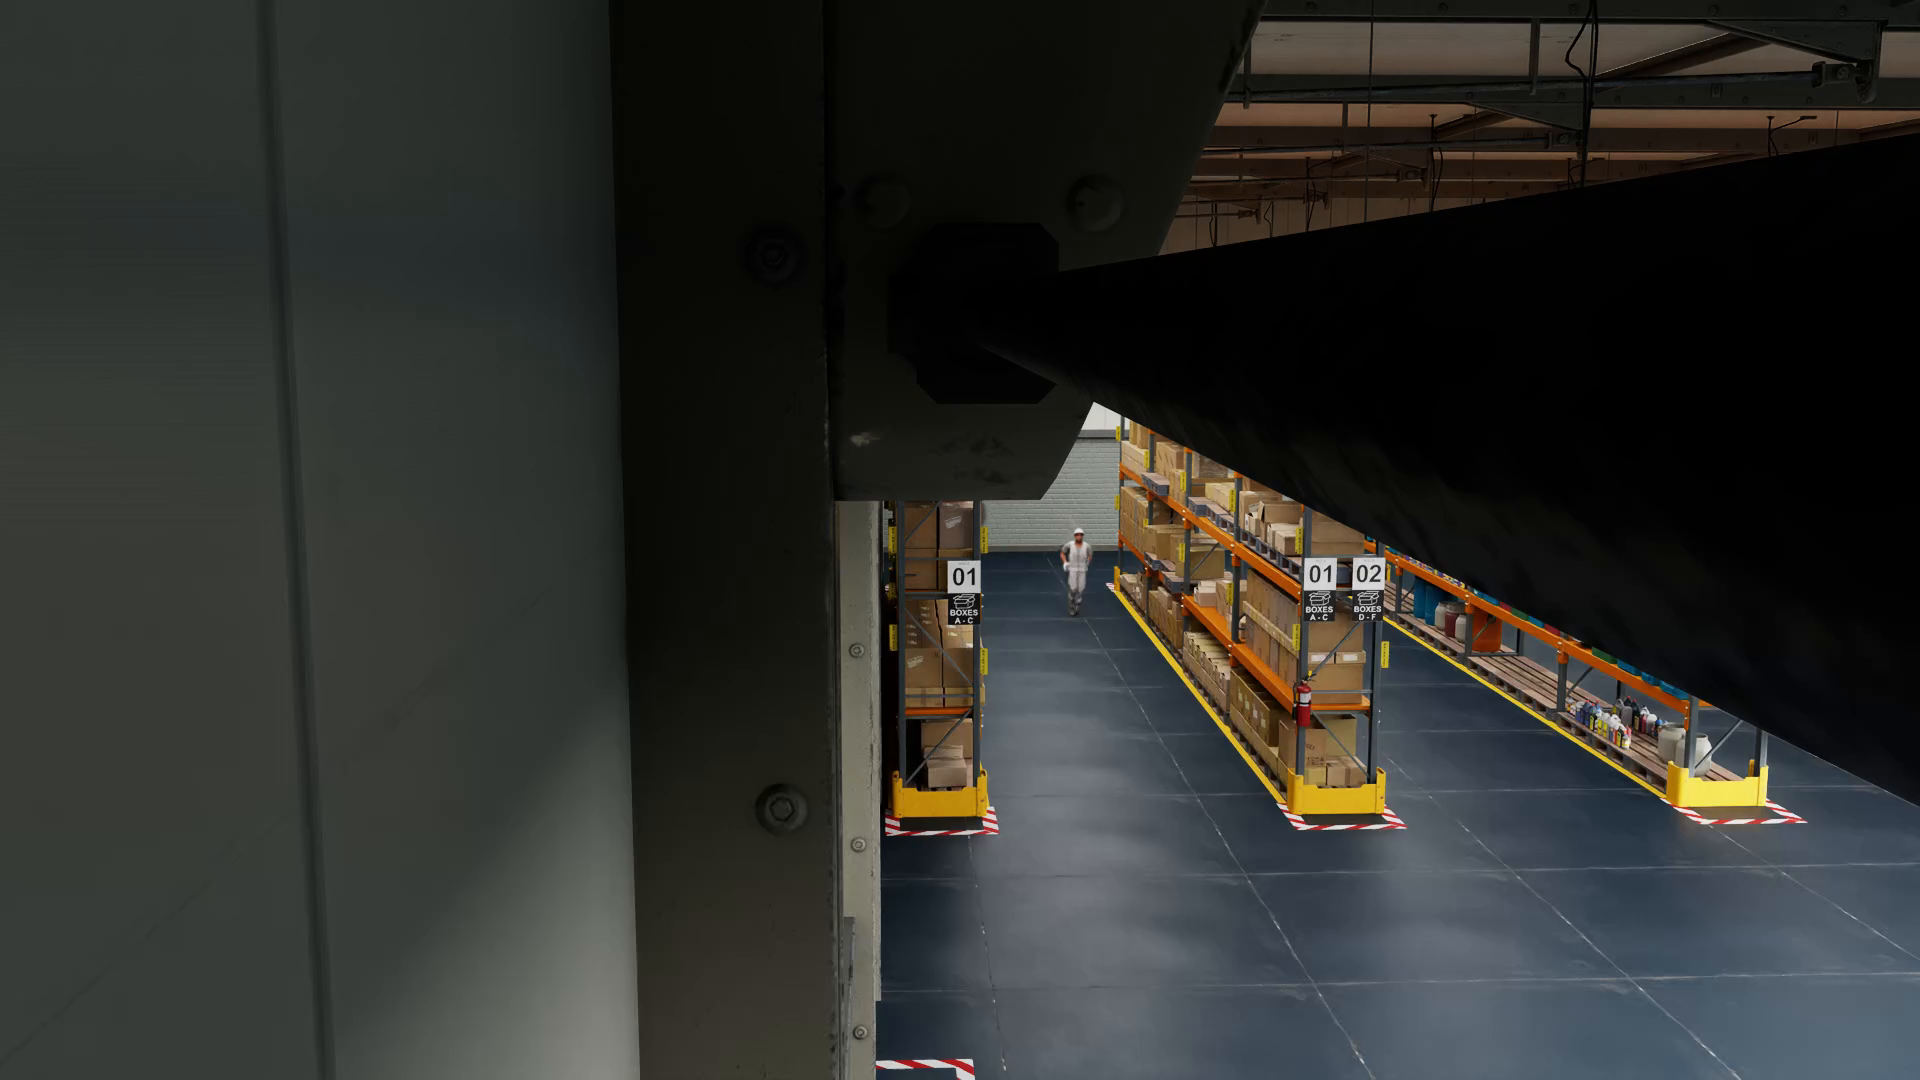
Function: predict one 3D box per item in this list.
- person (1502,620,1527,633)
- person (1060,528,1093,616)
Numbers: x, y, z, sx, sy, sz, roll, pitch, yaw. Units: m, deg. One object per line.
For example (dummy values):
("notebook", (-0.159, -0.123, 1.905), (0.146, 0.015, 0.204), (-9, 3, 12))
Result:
("person", (10.714, 0.903, 32.113), (0.571, 1.697, 0.847), (-3, 9, -17))
("person", (2.363, 0.651, 33.398), (0.626, 1.780, 0.691), (-1, 8, -6))
